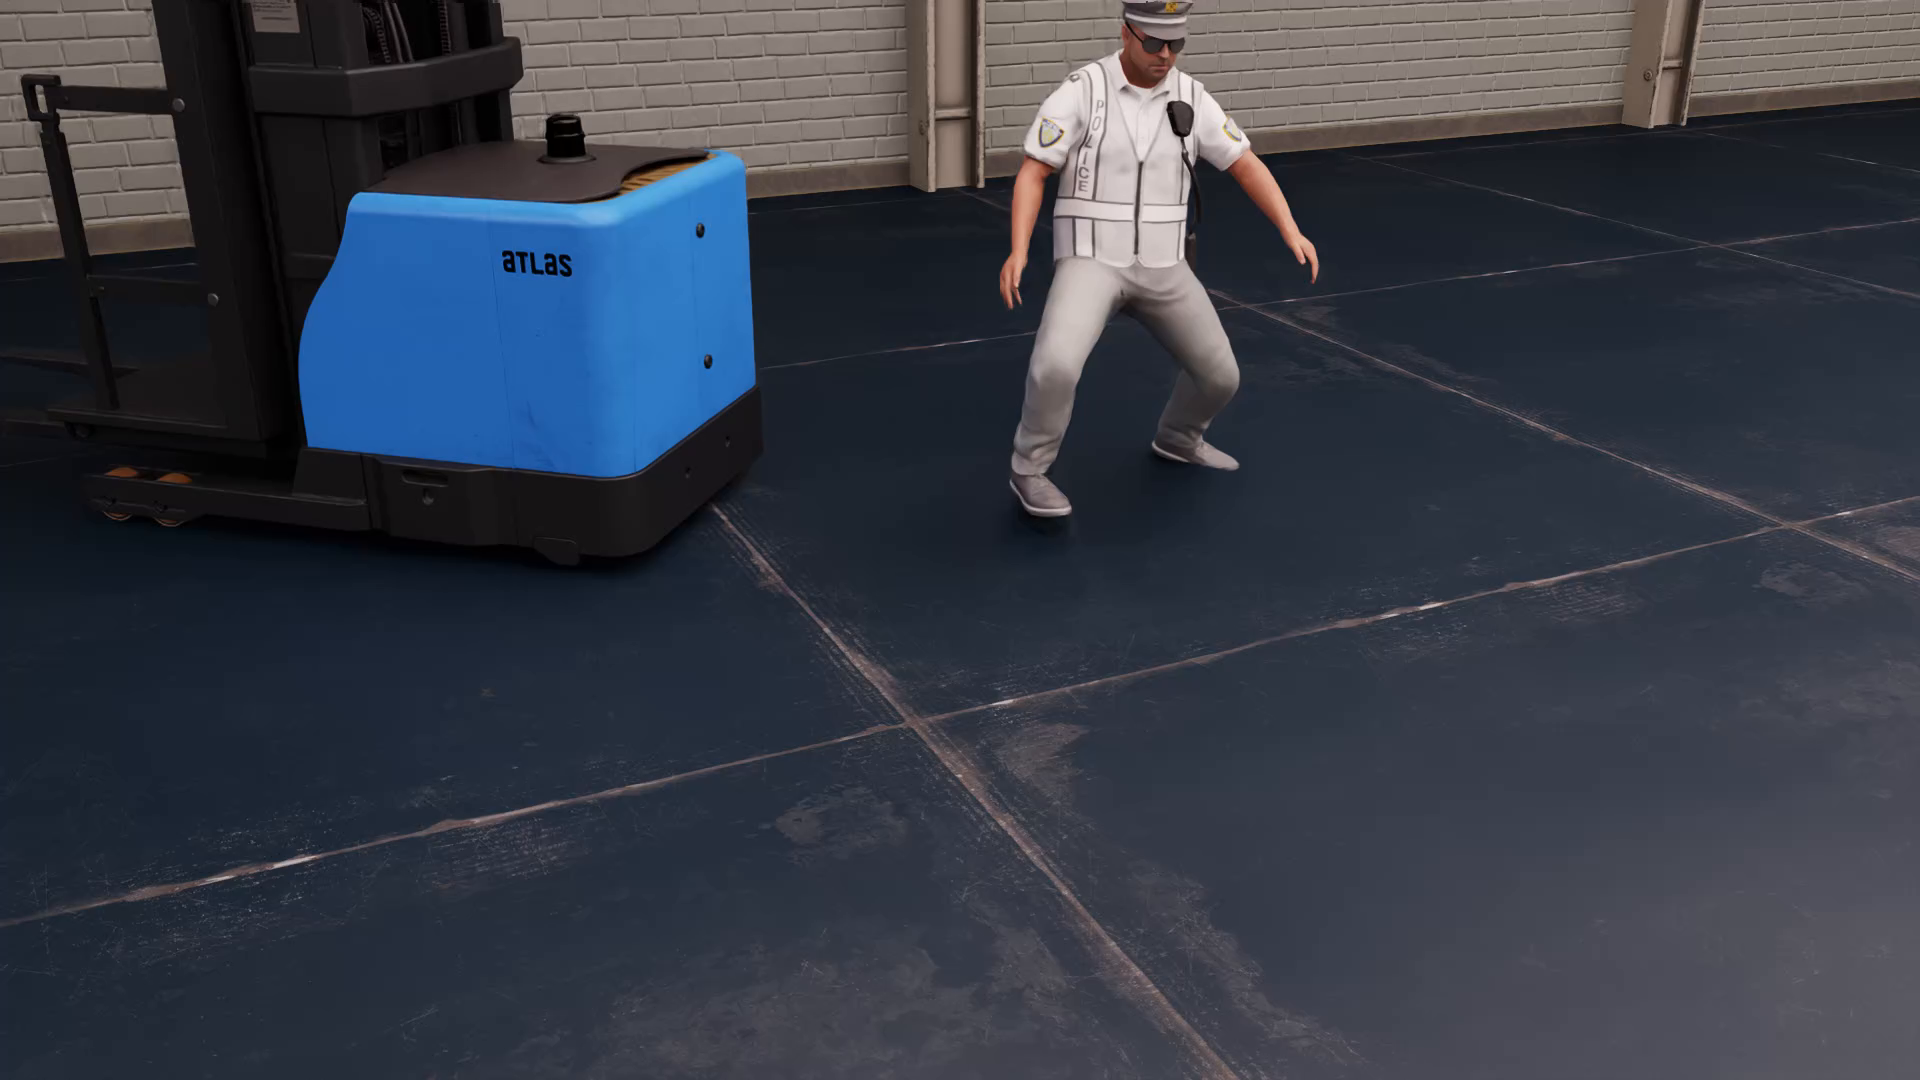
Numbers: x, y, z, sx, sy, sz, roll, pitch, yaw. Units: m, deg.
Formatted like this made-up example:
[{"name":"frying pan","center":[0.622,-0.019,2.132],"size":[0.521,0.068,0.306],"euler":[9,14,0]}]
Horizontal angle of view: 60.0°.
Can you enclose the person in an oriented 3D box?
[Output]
[{"name":"person","center":[0.585,-0.885,5.202],"size":[0.971,1.628,0.721],"euler":[-4,23,-9]}]

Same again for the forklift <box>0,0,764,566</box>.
[{"name":"forklift","center":[-2.242,-1.581,5.091],"size":[3.031,2.935,1.130],"euler":[6,23,15]}]
